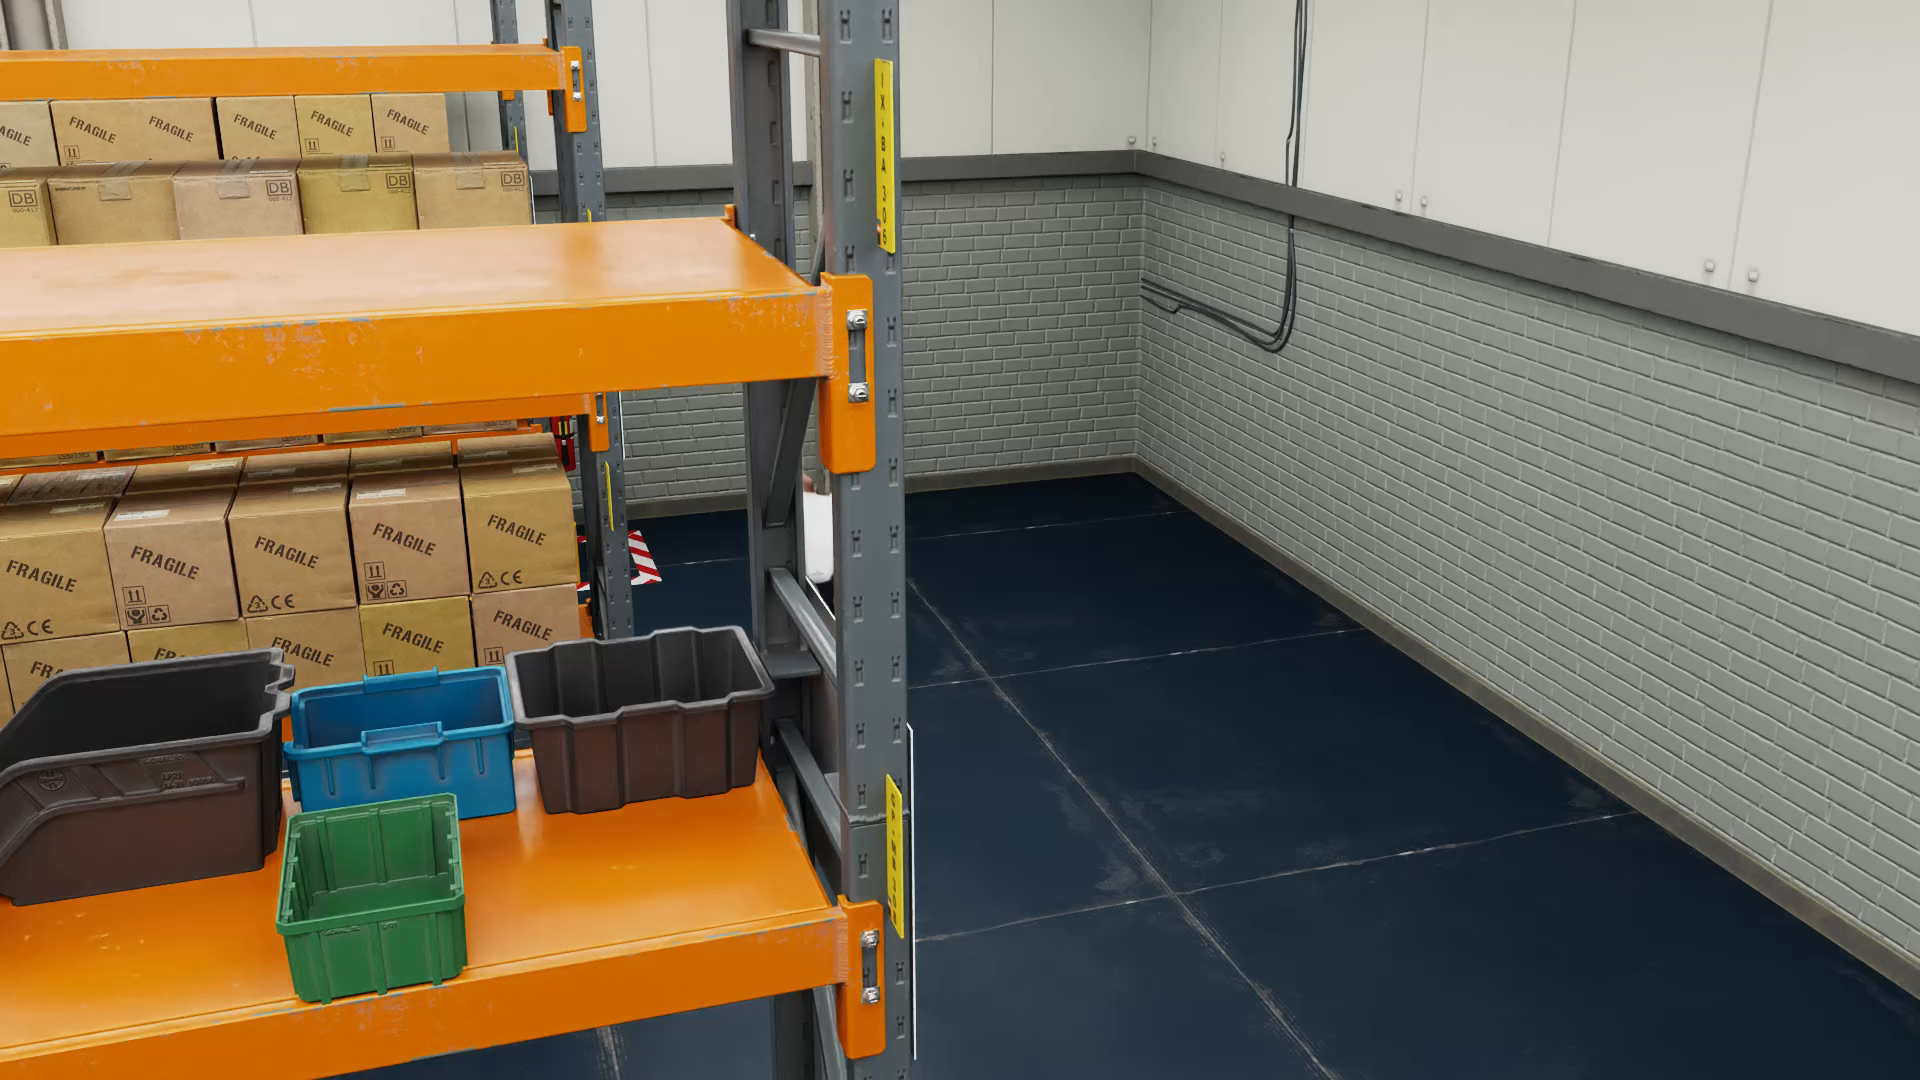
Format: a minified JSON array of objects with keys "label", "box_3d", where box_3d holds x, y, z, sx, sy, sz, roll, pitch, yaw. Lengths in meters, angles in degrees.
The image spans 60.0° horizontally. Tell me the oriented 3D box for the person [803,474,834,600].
[{"label":"person","box_3d":[-1.084,0.036,12.696,0.605,0.995,0.906,-6,20,-17]}]
